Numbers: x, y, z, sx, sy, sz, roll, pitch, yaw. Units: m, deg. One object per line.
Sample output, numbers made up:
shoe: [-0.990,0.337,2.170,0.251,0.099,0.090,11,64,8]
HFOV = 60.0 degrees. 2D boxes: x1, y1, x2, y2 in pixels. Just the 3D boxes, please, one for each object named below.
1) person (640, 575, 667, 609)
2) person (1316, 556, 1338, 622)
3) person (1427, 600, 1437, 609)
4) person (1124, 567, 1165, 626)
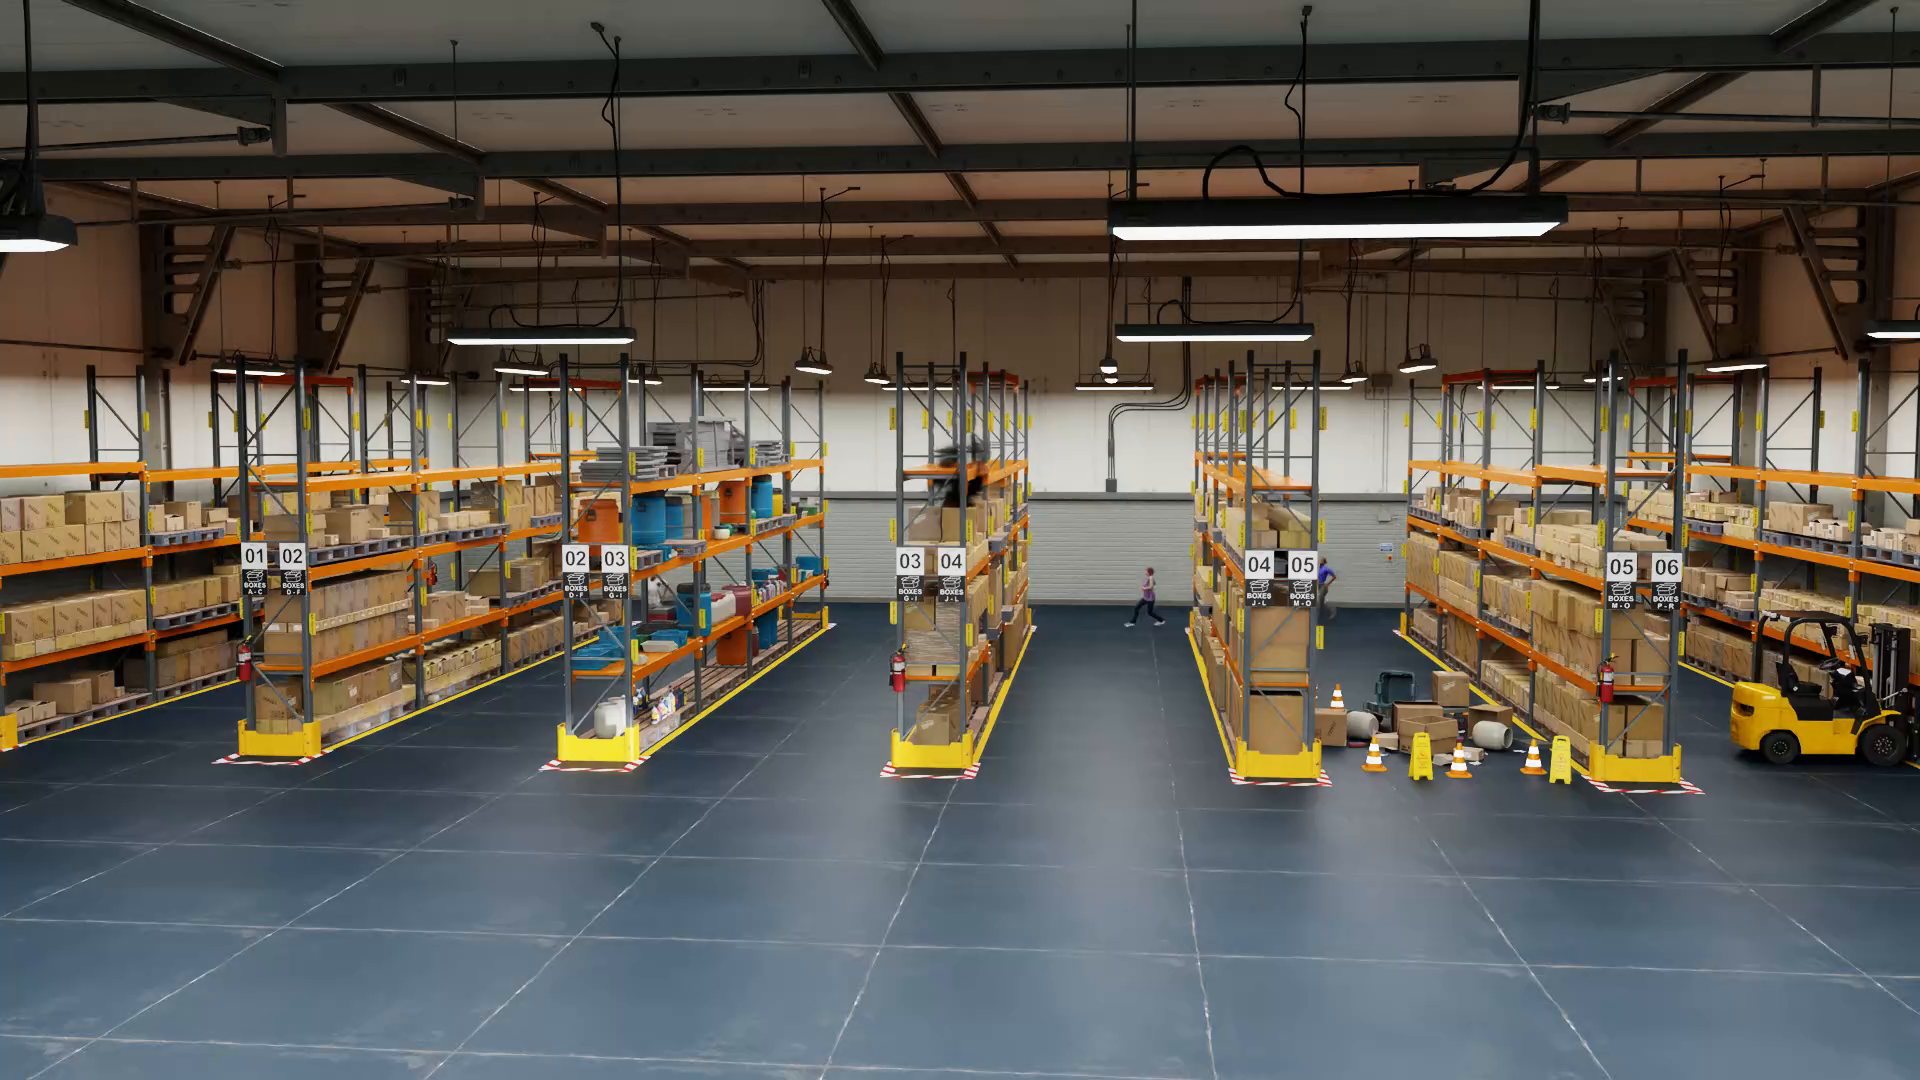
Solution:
person: [-6.966,1.484,37.819,0.579,1.743,0.912,0,4,-1]
person: [9.010,1.234,41.314,0.920,1.658,0.582,-1,4,-17]
person: [11.575,1.316,40.325,0.713,1.669,0.509,-3,5,-36]
person: [4.538,1.390,40.362,1.005,1.464,0.624,-1,4,-13]
